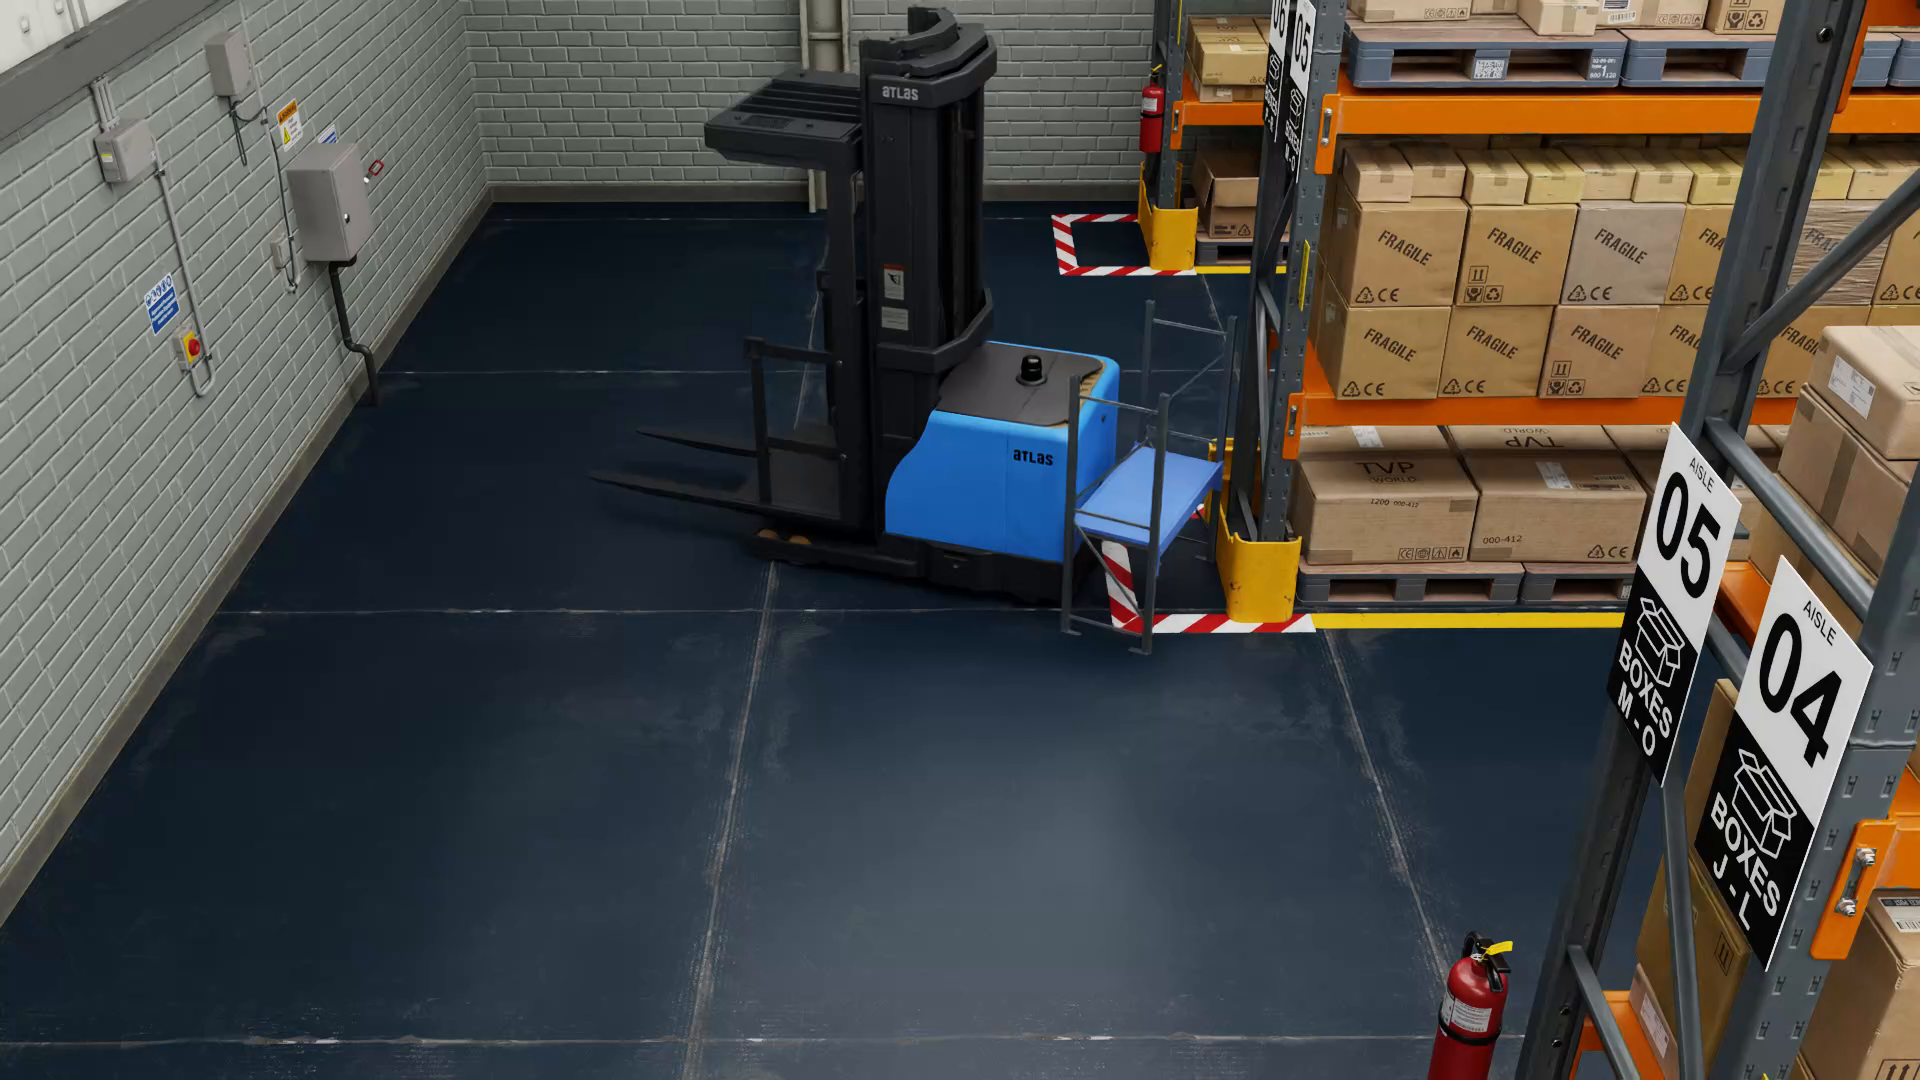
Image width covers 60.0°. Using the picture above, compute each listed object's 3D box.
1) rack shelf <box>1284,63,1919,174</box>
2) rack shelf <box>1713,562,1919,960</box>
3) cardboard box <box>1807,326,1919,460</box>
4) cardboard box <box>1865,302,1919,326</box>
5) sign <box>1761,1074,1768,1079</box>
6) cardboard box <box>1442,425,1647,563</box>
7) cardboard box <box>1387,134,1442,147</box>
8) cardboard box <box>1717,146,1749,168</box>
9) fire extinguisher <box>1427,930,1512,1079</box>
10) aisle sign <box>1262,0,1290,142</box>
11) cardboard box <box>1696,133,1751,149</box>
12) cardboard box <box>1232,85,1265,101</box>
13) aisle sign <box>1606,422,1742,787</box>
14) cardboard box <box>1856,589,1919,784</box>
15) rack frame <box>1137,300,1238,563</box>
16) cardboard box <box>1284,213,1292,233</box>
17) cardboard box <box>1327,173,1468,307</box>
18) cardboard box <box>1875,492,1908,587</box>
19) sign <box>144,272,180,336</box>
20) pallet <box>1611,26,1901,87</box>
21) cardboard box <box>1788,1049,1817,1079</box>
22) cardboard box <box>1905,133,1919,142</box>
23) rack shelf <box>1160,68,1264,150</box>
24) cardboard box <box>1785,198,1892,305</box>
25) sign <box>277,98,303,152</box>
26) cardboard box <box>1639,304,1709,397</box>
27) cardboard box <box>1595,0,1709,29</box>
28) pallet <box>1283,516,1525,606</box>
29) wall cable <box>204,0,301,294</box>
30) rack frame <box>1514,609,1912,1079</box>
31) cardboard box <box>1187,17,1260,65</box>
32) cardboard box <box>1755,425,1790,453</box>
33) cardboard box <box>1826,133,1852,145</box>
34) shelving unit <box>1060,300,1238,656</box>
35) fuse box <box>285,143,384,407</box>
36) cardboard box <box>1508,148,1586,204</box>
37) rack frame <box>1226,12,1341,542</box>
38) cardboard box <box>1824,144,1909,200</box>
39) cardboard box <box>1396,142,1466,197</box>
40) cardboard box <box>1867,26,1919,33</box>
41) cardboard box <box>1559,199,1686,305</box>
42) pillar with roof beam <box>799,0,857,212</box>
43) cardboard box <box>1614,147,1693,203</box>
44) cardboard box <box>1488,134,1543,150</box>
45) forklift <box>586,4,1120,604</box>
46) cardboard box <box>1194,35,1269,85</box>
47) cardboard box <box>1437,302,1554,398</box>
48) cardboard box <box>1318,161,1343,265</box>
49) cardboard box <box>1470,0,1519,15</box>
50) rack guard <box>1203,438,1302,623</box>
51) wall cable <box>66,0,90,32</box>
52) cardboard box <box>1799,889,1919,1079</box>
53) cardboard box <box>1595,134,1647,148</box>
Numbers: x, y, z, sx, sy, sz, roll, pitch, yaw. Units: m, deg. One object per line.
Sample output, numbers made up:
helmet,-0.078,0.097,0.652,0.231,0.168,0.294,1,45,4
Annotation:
rack shelf,3.637,-2.123,8.048,4.000,0.370,1.077,0,31,0
rack shelf,3.768,0.444,3.817,4.000,0.370,1.077,0,31,0
cardboard box,2.099,-0.330,3.678,0.250,0.149,0.380,0,31,-1
cardboard box,4.660,-1.058,8.396,0.500,0.500,0.500,-1,31,-2
sign,1.771,1.337,3.709,0.005,0.325,0.100,0,31,0
cardboard box,3.211,-0.287,9.286,0.875,0.438,0.875,1,31,1
cardboard box,2.248,-2.008,8.371,0.250,0.149,0.380,0,31,1
cardboard box,3.806,-1.756,7.956,0.250,0.149,0.380,0,31,0
fire extinguisher,1.513,1.379,4.908,0.183,0.674,0.296,0,31,0
aisle sign,1.563,-2.414,8.220,0.004,0.787,0.394,0,31,0
cardboard box,3.797,-2.040,8.425,0.250,0.149,0.380,0,31,0
cardboard box,2.188,-3.493,12.746,0.250,0.149,0.380,1,31,1
aisle sign,1.693,0.159,3.980,0.004,0.787,0.394,0,31,0
cardboard box,2.218,0.338,3.442,0.500,0.250,0.500,1,31,1
rack frame,1.217,-0.573,9.138,0.500,1.500,0.032,14,34,22
cardboard box,2.641,-2.611,13.394,0.250,0.149,0.380,-1,31,-2
cardboard box,2.119,-1.466,8.103,0.500,0.500,0.500,-1,31,-1
cardboard box,2.218,0.127,3.309,0.500,0.250,0.500,0,31,0
sign,-4.062,-1.202,8.468,0.001,0.218,0.327,0,31,0
pallet,3.602,-2.399,7.896,1.213,0.211,1.003,0,31,0
cardboard box,2.219,1.398,4.061,0.500,0.500,0.500,1,31,2
cardboard box,4.808,-2.004,8.364,0.250,0.149,0.380,-1,31,-1
rack shelf,3.603,-3.415,13.070,4.000,0.370,1.077,0,31,0
cardboard box,4.150,-1.476,8.120,0.500,0.500,0.500,0,31,0
sign,-4.075,-2.526,10.114,0.001,0.242,0.339,0,31,0
cardboard box,3.634,-1.056,8.391,0.500,0.500,0.500,1,31,1
cardboard box,3.134,-2.587,7.704,0.500,0.311,0.500,0,31,1
pallet,2.436,0.007,9.424,1.213,0.211,1.003,0,31,0
wall cable,-4.022,-2.282,9.529,0.122,1.984,0.588,0,31,0
rack frame,1.768,1.426,4.398,0.127,3.000,1.000,0,31,0
cardboard box,2.062,-3.919,13.064,0.500,0.250,0.500,1,31,1
cardboard box,5.008,-0.292,9.294,0.875,0.438,0.875,-1,31,-1
cardboard box,4.293,-2.049,8.439,0.250,0.149,0.380,-1,31,-2
shelving unit,0.991,-0.337,8.749,0.538,1.500,1.048,14,34,22
fuse box,-3.868,-1.651,10.711,0.414,1.711,0.539,0,31,0
cardboard box,2.779,-1.736,7.923,0.250,0.149,0.380,-1,31,-2
rack frame,1.637,-1.142,8.629,0.127,3.000,1.000,0,31,0
cardboard box,4.314,-1.766,7.972,0.250,0.149,0.380,0,31,-1
cardboard box,2.255,-1.785,8.003,0.250,0.149,0.380,1,31,1
cardboard box,4.289,-2.682,7.676,0.637,0.503,0.797,2,31,4
cardboard box,3.150,-1.477,8.121,0.500,0.500,0.500,0,31,-1
pillar with roof beam,-1.072,-4.507,8.393,0.400,9.000,9.100,0,31,0
cardboard box,3.291,-1.743,7.935,0.250,0.149,0.380,0,31,0
cardboard box,2.758,-2.031,8.410,0.250,0.149,0.380,1,31,1
forklift,-0.674,-1.357,9.050,3.031,2.935,1.130,10,33,16
cardboard box,2.059,-3.641,12.607,0.500,0.250,0.500,0,31,0
cardboard box,2.624,-1.053,8.387,0.500,0.500,0.500,-1,31,-1
cardboard box,2.118,-1.737,8.550,0.500,0.500,0.500,1,31,1
cardboard box,2.505,-2.630,7.931,0.250,0.149,0.380,-2,31,-4
rack guard,1.613,-0.073,9.277,0.348,0.500,1.175,0,31,0
wall cable,-4.049,-3.543,6.803,0.029,3.000,0.463,0,31,0
cardboard box,2.218,0.964,3.811,0.500,0.500,0.500,0,31,-1
cardboard box,3.270,-2.027,8.402,0.250,0.149,0.380,1,31,1
